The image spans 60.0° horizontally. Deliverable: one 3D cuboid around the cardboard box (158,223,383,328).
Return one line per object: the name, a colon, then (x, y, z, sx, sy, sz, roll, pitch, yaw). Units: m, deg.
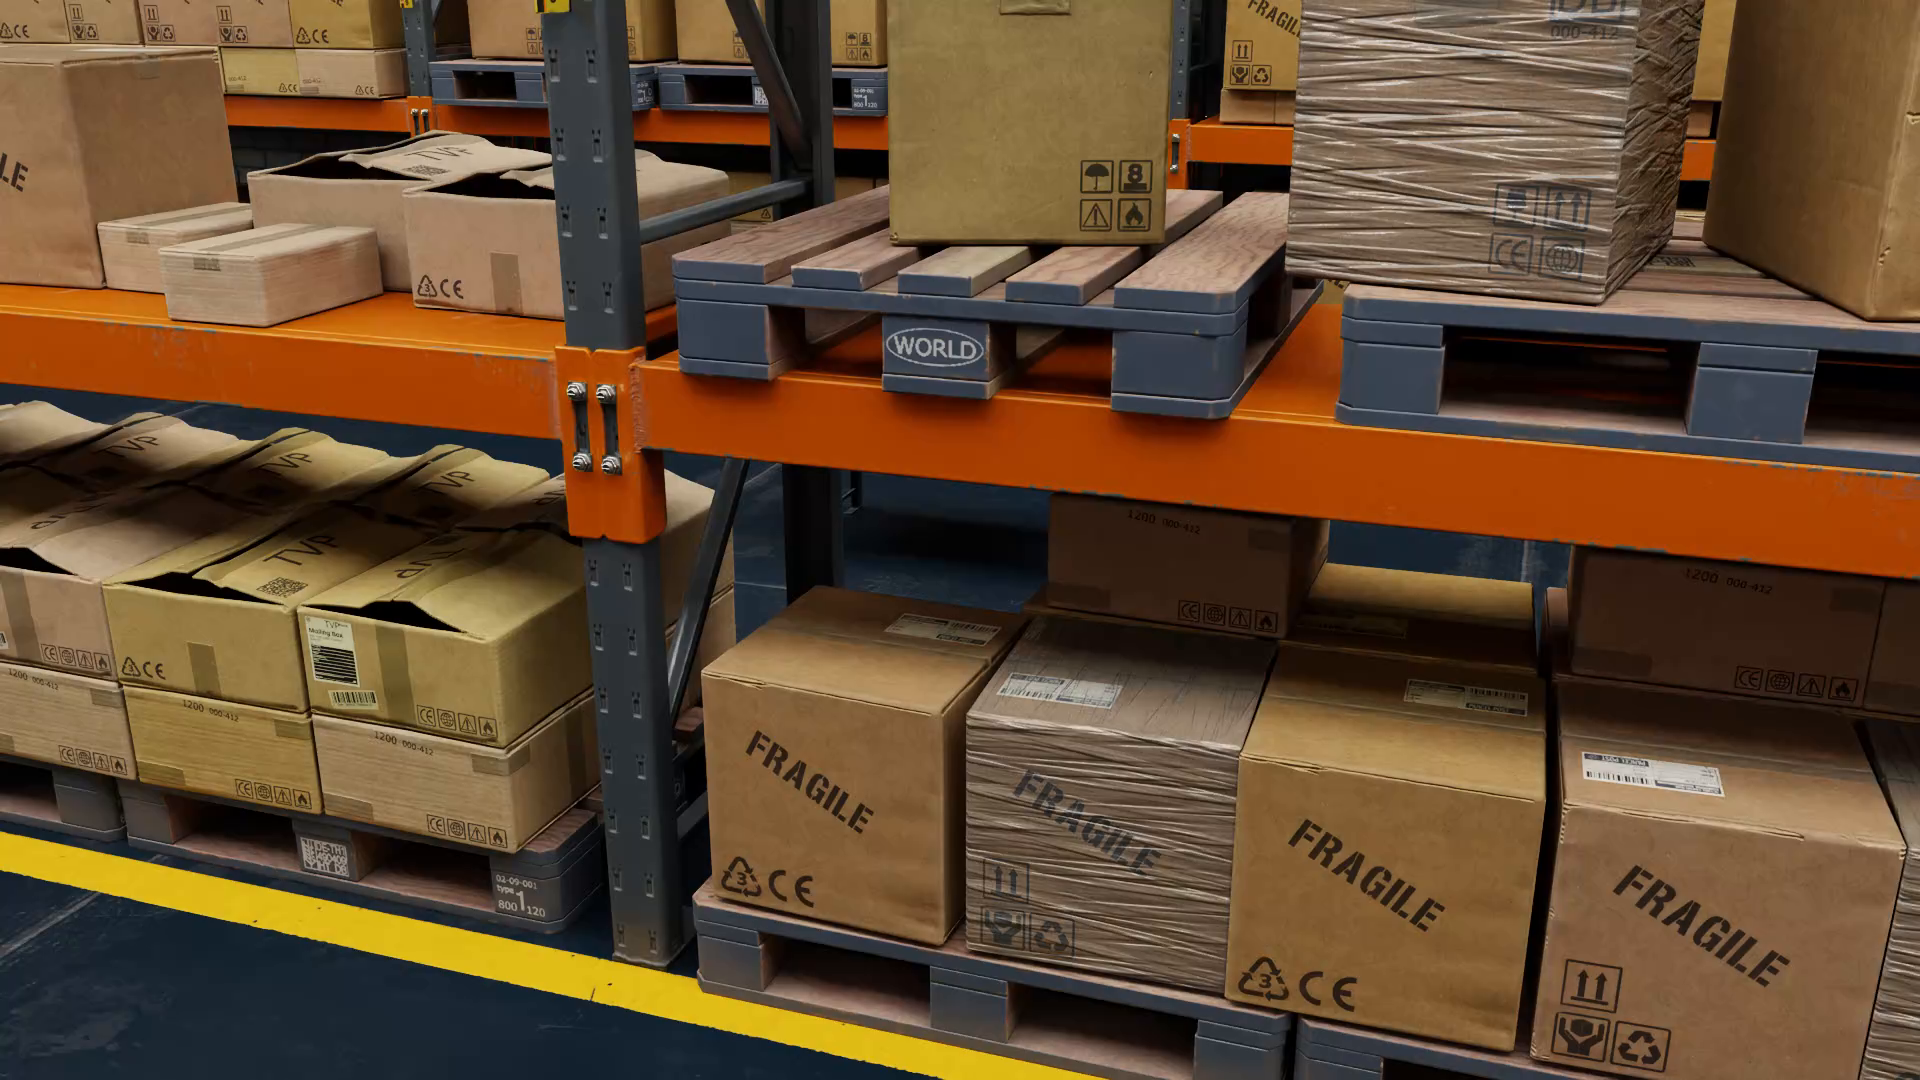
cardboard box: (-1.451, -0.566, 3.526, 0.250, 0.149, 0.380, 7, 20, 18)

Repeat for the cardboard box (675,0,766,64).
cardboard box: (-1.040, -2.712, 8.478, 0.500, 0.500, 0.700, 10, 21, 26)

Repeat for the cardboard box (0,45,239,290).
cardboard box: (-2.101, -0.897, 3.941, 0.500, 0.500, 0.500, 5, 20, 15)

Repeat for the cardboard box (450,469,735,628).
cardboard box: (-0.909, 0.014, 4.167, 0.500, 0.311, 0.500, 7, 20, 20)

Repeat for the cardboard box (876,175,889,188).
cardboard box: (-0.104, -1.738, 8.496, 0.500, 0.250, 0.500, 7, 20, 19)

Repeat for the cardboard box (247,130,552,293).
cardboard box: (-1.292, -0.788, 3.917, 0.500, 0.311, 0.500, 6, 20, 17)

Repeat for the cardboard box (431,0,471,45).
cardboard box: (-3.043, -3.055, 9.341, 0.500, 0.500, 0.500, 6, 20, 17)

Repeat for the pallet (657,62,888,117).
pallet: (-0.772, -2.325, 8.480, 1.213, 0.211, 1.003, 7, 20, 18)

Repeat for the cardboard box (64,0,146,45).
cardboard box: (-4.653, -3.060, 9.356, 0.500, 0.500, 0.500, 7, 20, 20)

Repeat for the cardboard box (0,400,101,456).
cardboard box: (-2.849, -0.207, 4.800, 0.500, 0.311, 0.500, 6, 20, 18)

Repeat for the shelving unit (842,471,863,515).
shelving unit: (0.006, -0.530, 5.889, 1.048, 1.125, 0.538, 7, 20, 18)

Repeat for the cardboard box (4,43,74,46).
cardboard box: (-5.115, -2.757, 9.626, 0.500, 0.250, 0.500, 6, 20, 17)

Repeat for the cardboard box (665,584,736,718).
cardboard box: (-0.909, 0.278, 4.260, 0.500, 0.250, 0.500, 6, 20, 18)

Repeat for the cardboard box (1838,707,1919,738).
cardboard box: (1.913, 0.492, 3.236, 0.500, 0.500, 0.500, 7, 20, 19)

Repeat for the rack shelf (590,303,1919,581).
rack shelf: (1.378, -0.118, 2.951, 4.000, 0.370, 1.077, 7, 20, 18)

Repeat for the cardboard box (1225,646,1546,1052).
cardboard box: (0.794, 0.547, 3.078, 0.500, 0.500, 0.500, 6, 20, 17)

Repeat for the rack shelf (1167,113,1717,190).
rack shelf: (3.000, -1.659, 7.370, 4.000, 0.370, 1.077, 7, 20, 18)

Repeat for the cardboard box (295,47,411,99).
cardboard box: (-3.214, -2.542, 9.009, 0.500, 0.250, 0.500, 7, 20, 18)

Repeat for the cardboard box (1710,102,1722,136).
cardboard box: (3.292, -1.772, 6.955, 0.250, 0.149, 0.380, 6, 20, 17)

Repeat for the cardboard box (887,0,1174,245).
cardboard box: (0.121, -0.886, 3.272, 0.500, 0.500, 0.700, 0, 19, 0)

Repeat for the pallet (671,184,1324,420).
pallet: (0.152, -0.532, 3.336, 1.003, 0.211, 1.213, 7, 20, 18)

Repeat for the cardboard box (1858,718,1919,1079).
cardboard box: (1.769, 0.656, 2.765, 0.500, 0.500, 0.500, 7, 20, 19)

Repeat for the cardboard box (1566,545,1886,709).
cardboard box: (1.472, 0.087, 3.260, 0.500, 0.250, 0.500, 6, 20, 17)

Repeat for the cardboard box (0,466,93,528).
cardboard box: (-2.528, 0.017, 4.157, 0.500, 0.311, 0.500, 7, 20, 20)

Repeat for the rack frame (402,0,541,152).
rack frame: (-2.667, -2.646, 9.111, 0.127, 3.000, 1.000, 7, 20, 18)

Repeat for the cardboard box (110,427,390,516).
cardboard box: (-1.889, -0.096, 4.483, 0.500, 0.311, 0.500, 6, 20, 17)

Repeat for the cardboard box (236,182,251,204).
cardboard box: (-4.607, -1.847, 9.946, 0.500, 0.500, 0.700, 5, 20, 15)

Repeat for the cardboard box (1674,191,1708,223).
cardboard box: (3.392, -1.090, 7.275, 0.750, 0.750, 0.750, 7, 20, 20)

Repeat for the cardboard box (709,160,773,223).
cardboard box: (-1.057, -1.852, 8.822, 0.500, 0.250, 0.500, 6, 20, 16)

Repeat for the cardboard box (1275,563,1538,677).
cardboard box: (0.938, 0.383, 3.550, 0.500, 0.500, 0.500, 6, 20, 16)

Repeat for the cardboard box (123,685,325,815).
cardboard box: (-1.576, 0.391, 3.937, 0.500, 0.250, 0.500, 6, 20, 17)

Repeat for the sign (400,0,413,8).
sign: (-2.838, -2.886, 8.482, 0.005, 0.325, 0.100, 7, 20, 18)

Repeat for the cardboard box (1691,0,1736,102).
cardboard box: (2.940, -2.112, 6.944, 0.500, 0.500, 0.500, 7, 20, 20)

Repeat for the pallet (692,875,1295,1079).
pallet: (0.182, 0.735, 3.646, 1.213, 0.211, 1.003, 7, 20, 18)

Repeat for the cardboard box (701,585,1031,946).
cardboard box: (-0.175, 0.437, 3.395, 0.500, 0.500, 0.500, 7, 21, 20)

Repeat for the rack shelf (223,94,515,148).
rack shelf: (-4.557, -2.523, 9.849, 4.000, 0.370, 1.077, 7, 20, 18)

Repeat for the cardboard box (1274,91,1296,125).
cardboard box: (1.581, -1.968, 7.515, 0.250, 0.149, 0.380, 7, 20, 19)

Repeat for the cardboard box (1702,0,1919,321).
cardboard box: (1.578, -0.659, 2.619, 0.500, 0.500, 0.700, 1, 19, 4)

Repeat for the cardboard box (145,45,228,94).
cardboard box: (-4.162, -2.648, 9.313, 0.500, 0.250, 0.500, 6, 20, 18)

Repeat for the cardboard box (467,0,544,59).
cardboard box: (-2.198, -2.836, 8.834, 0.500, 0.500, 0.700, 7, 20, 18)

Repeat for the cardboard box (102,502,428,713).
cardboard box: (-1.580, 0.127, 3.841, 0.500, 0.311, 0.500, 6, 20, 17)

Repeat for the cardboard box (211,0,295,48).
cardboard box: (-3.689, -2.946, 9.029, 0.500, 0.500, 0.500, 6, 20, 18)

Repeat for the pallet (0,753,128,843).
pallet: (-2.425, 0.410, 4.580, 1.213, 0.211, 1.003, 7, 20, 18)
